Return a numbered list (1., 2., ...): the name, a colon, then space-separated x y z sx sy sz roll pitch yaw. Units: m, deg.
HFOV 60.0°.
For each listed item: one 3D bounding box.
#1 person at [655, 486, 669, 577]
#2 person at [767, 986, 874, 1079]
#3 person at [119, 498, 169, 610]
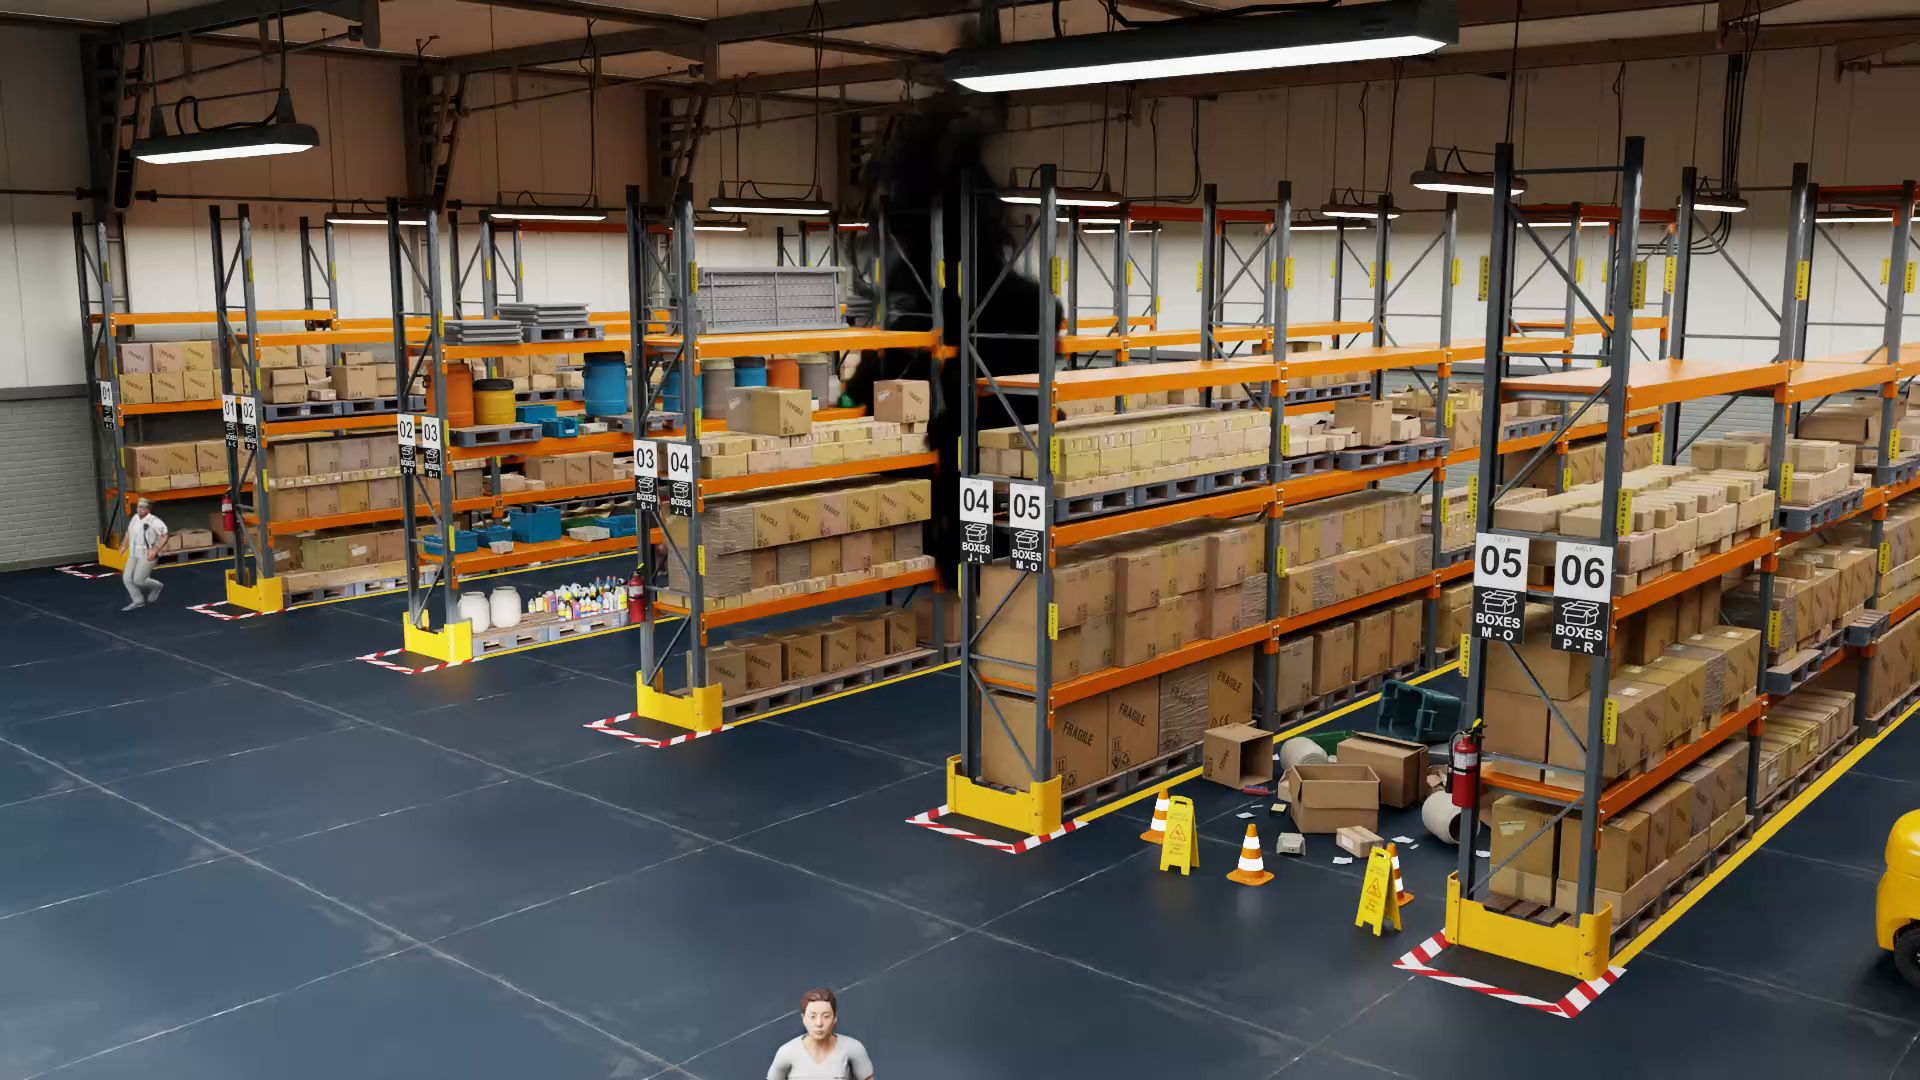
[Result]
1. person: -4.921 -0.218 27.661 0.580 1.619 0.609 7 12 35
2. person: -0.699 3.010 8.326 0.561 1.618 0.593 0 9 -3
3. person: -12.224 0.200 24.965 0.707 1.715 0.566 3 10 18
